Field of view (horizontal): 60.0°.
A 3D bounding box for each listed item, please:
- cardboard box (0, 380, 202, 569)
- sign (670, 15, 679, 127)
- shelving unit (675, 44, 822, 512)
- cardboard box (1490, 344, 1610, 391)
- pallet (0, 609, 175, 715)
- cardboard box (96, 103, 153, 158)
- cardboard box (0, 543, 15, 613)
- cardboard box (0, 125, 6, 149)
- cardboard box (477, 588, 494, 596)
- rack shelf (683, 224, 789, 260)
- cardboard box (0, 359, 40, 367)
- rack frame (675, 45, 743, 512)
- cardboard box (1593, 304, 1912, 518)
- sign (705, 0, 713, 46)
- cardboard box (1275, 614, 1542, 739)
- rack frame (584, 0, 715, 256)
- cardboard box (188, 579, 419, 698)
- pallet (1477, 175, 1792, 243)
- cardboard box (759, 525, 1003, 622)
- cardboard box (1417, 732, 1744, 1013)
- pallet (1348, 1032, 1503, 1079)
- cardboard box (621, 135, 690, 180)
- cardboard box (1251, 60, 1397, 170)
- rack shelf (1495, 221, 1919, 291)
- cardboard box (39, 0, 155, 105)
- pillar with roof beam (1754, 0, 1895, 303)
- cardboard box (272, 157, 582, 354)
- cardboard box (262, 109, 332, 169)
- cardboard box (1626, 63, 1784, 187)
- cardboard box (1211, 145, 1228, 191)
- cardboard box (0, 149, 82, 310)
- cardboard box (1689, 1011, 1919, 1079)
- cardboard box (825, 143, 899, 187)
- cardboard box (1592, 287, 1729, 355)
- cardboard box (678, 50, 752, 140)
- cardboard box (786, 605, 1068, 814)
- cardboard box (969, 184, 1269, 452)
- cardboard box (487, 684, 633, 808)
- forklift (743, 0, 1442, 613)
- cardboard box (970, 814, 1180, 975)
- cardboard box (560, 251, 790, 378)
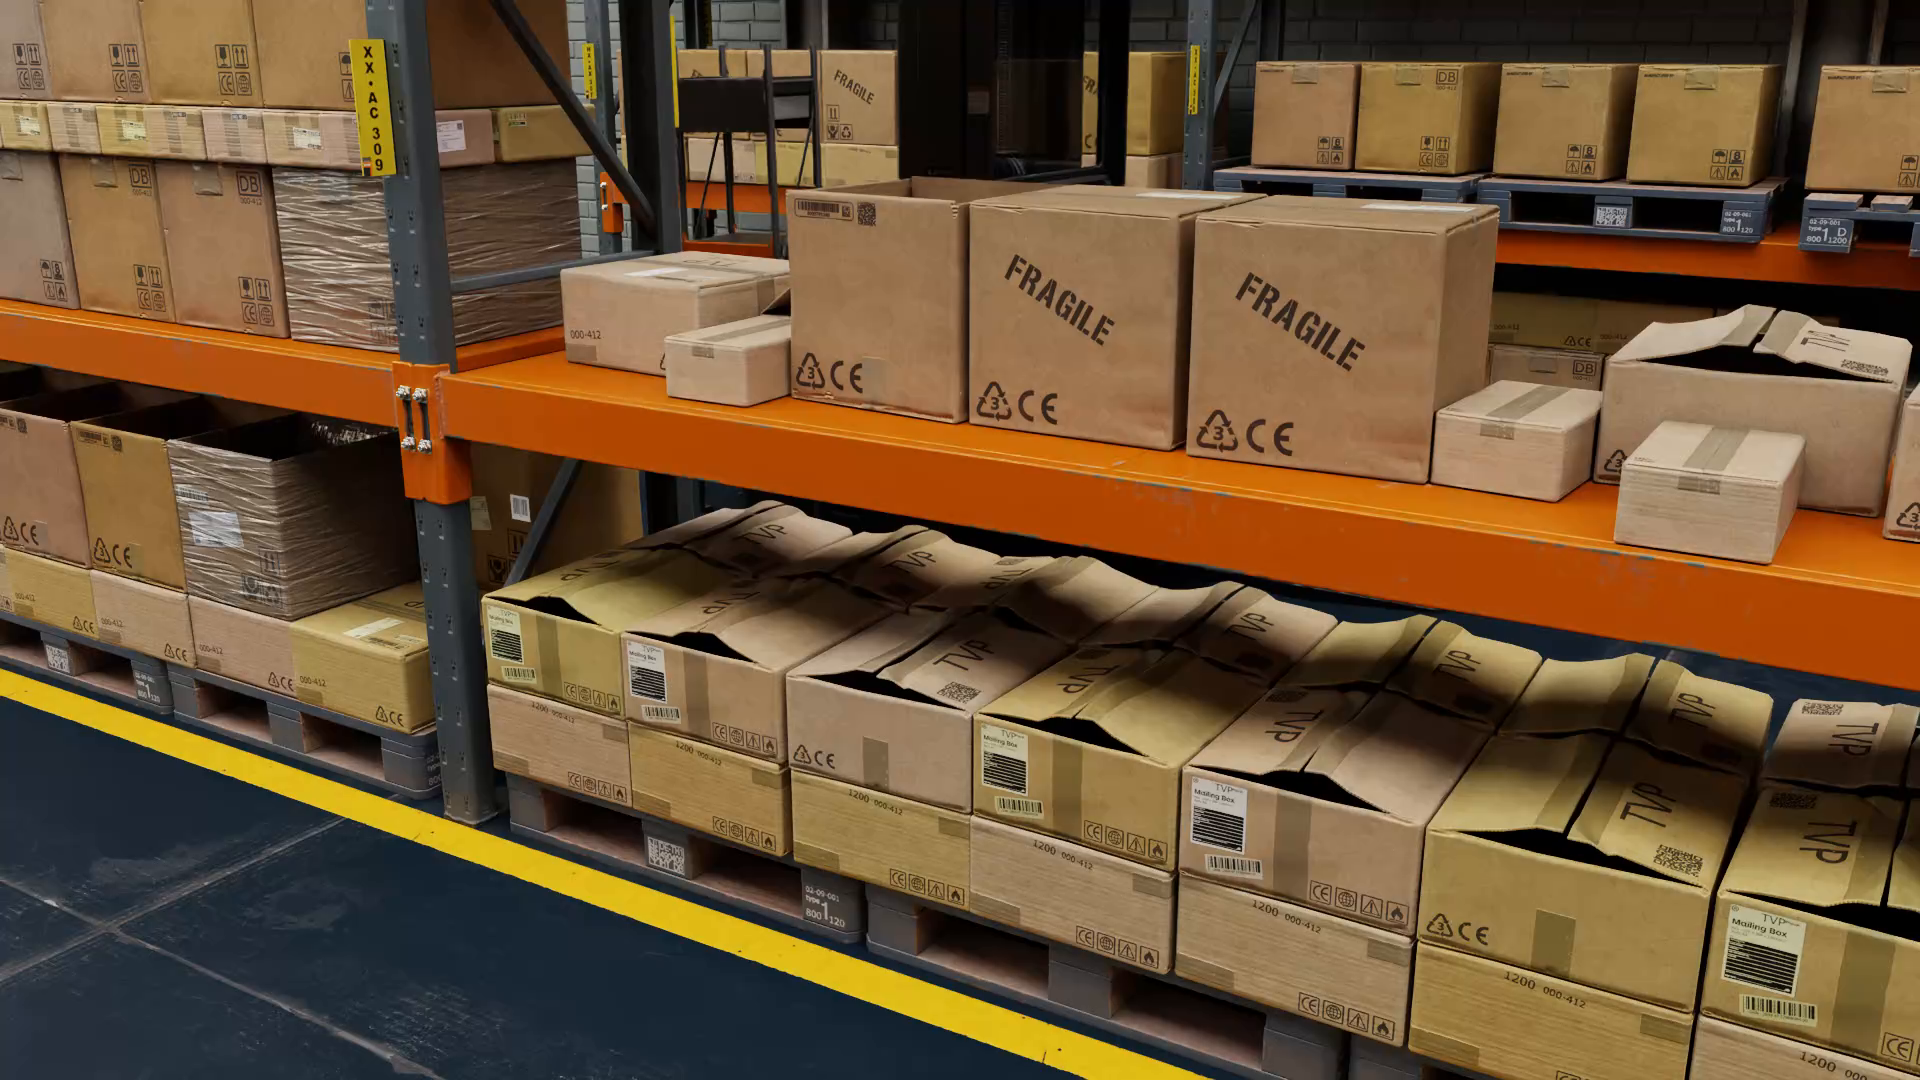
[{"bbox_3d":[-2.952,-0.239,5.726,0.500,0.500,0.500,10,20,30],"label":"cardboard box"},{"bbox_3d":[-0.885,-1.404,4.987,0.005,0.325,0.100,10,20,30],"label":"sign"},{"bbox_3d":[-0.932,-1.163,7.581,0.503,2.100,0.431,7,18,26],"label":"shelving unit"},{"bbox_3d":[2.945,-0.732,8.175,0.500,0.500,0.700,10,20,31],"label":"cardboard box"},{"bbox_3d":[-2.860,0.265,6.144,1.213,0.211,1.003,10,20,30],"label":"pallet"},{"bbox_3d":[-2.370,-1.254,5.060,0.250,0.149,0.380,10,20,30],"label":"cardboard box"},{"bbox_3d":[-3.375,0.042,6.090,0.500,0.250,0.500,10,20,30],"label":"cardboard box"},{"bbox_3d":[-3.038,-1.372,5.448,0.250,0.149,0.380,10,20,31],"label":"cardboard box"},{"bbox_3d":[-1.397,0.217,5.515,0.500,0.250,0.500,10,20,30],"label":"cardboard box"},{"bbox_3d":[-0.932,-1.149,7.585,0.480,0.518,0.431,7,18,26],"label":"rack shelf"},{"bbox_3d":[-3.956,-0.597,6.903,0.500,0.500,0.500,10,20,30],"label":"cardboard box"},{"bbox_3d":[-1.149,-1.191,7.688,0.015,2.100,0.400,7,18,26],"label":"rack frame"},{"bbox_3d":[1.587,-0.285,3.312,0.500,0.311,0.500,10,19,29],"label":"cardboard box"},{"bbox_3d":[-1.672,-3.428,10.969,0.005,0.325,0.100,10,20,30],"label":"sign"},{"bbox_3d":[1.070,0.394,3.966,0.500,0.311,0.500,10,19,29],"label":"cardboard box"},{"bbox_3d":[-1.980,-2.588,10.740,0.127,3.000,1.000,10,20,30],"label":"rack frame"},{"bbox_3d":[-2.091,0.268,5.348,0.500,0.250,0.500,10,20,30],"label":"cardboard box"},{"bbox_3d":[3.129,-1.570,7.720,1.213,0.211,1.003,10,20,30],"label":"pallet"},{"bbox_3d":[-0.219,0.162,4.729,0.500,0.311,0.500,11,20,32],"label":"cardboard box"},{"bbox_3d":[1.227,0.607,3.267,0.500,0.311,0.500,10,19,29],"label":"cardboard box"},{"bbox_3d":[1.567,1.056,3.543,1.213,0.211,1.003,10,20,30],"label":"pallet"},{"bbox_3d":[-1.730,-2.373,10.256,0.500,0.250,0.500,9,19,28],"label":"cardboard box"},{"bbox_3d":[1.845,-2.152,8.376,0.500,0.500,0.700,10,20,30],"label":"cardboard box"},{"bbox_3d":[3.133,-1.331,7.840,4.000,0.370,1.077,10,20,30],"label":"rack shelf"},{"bbox_3d":[-2.399,-1.640,5.214,0.500,0.500,0.700,10,20,30],"label":"cardboard box"},{"bbox_3d":[1.929,-3.587,3.709,0.400,9.000,9.100,10,20,30],"label":"pillar with roof beam"},{"bbox_3d":[-1.542,-0.866,4.899,0.500,0.500,0.700,10,19,29],"label":"cardboard box"},{"bbox_3d":[-1.714,-1.137,4.675,0.250,0.149,0.380,10,19,29],"label":"cardboard box"},{"bbox_3d":[3.358,-1.883,7.489,0.500,0.500,0.700,10,20,30],"label":"cardboard box"},{"bbox_3d":[1.141,-2.042,9.166,0.500,0.250,0.500,10,20,31],"label":"cardboard box"},{"bbox_3d":[-2.857,-1.099,5.668,0.500,0.500,0.700,11,20,32],"label":"cardboard box"},{"bbox_3d":[1.672,0.951,3.097,0.500,0.250,0.500,11,20,31],"label":"cardboard box"},{"bbox_3d":[-0.419,-2.141,9.493,0.500,0.250,0.500,10,20,31],"label":"cardboard box"},{"bbox_3d":[3.303,-1.020,7.833,0.500,0.250,0.500,10,20,30],"label":"cardboard box"},{"bbox_3d":[-1.314,-2.660,9.910,0.500,0.500,0.500,10,20,30],"label":"cardboard box"},{"bbox_3d":[-0.073,0.375,4.030,0.500,0.311,0.500,9,19,28],"label":"cardboard box"},{"bbox_3d":[0.361,-0.523,3.769,0.500,0.500,0.500,10,20,30],"label":"cardboard box"},{"bbox_3d":[-0.946,0.485,4.631,0.500,0.250,0.500,10,19,29],"label":"cardboard box"},{"bbox_3d":[0.575,-1.260,6.488,3.031,2.935,1.130,11,20,31],"label":"forklift"},{"bbox_3d":[0.364,0.719,3.861,0.500,0.250,0.500,11,20,31],"label":"cardboard box"},{"bbox_3d":[-0.718,-0.616,4.507,0.500,0.250,0.500,12,20,33],"label":"cardboard box"}]
